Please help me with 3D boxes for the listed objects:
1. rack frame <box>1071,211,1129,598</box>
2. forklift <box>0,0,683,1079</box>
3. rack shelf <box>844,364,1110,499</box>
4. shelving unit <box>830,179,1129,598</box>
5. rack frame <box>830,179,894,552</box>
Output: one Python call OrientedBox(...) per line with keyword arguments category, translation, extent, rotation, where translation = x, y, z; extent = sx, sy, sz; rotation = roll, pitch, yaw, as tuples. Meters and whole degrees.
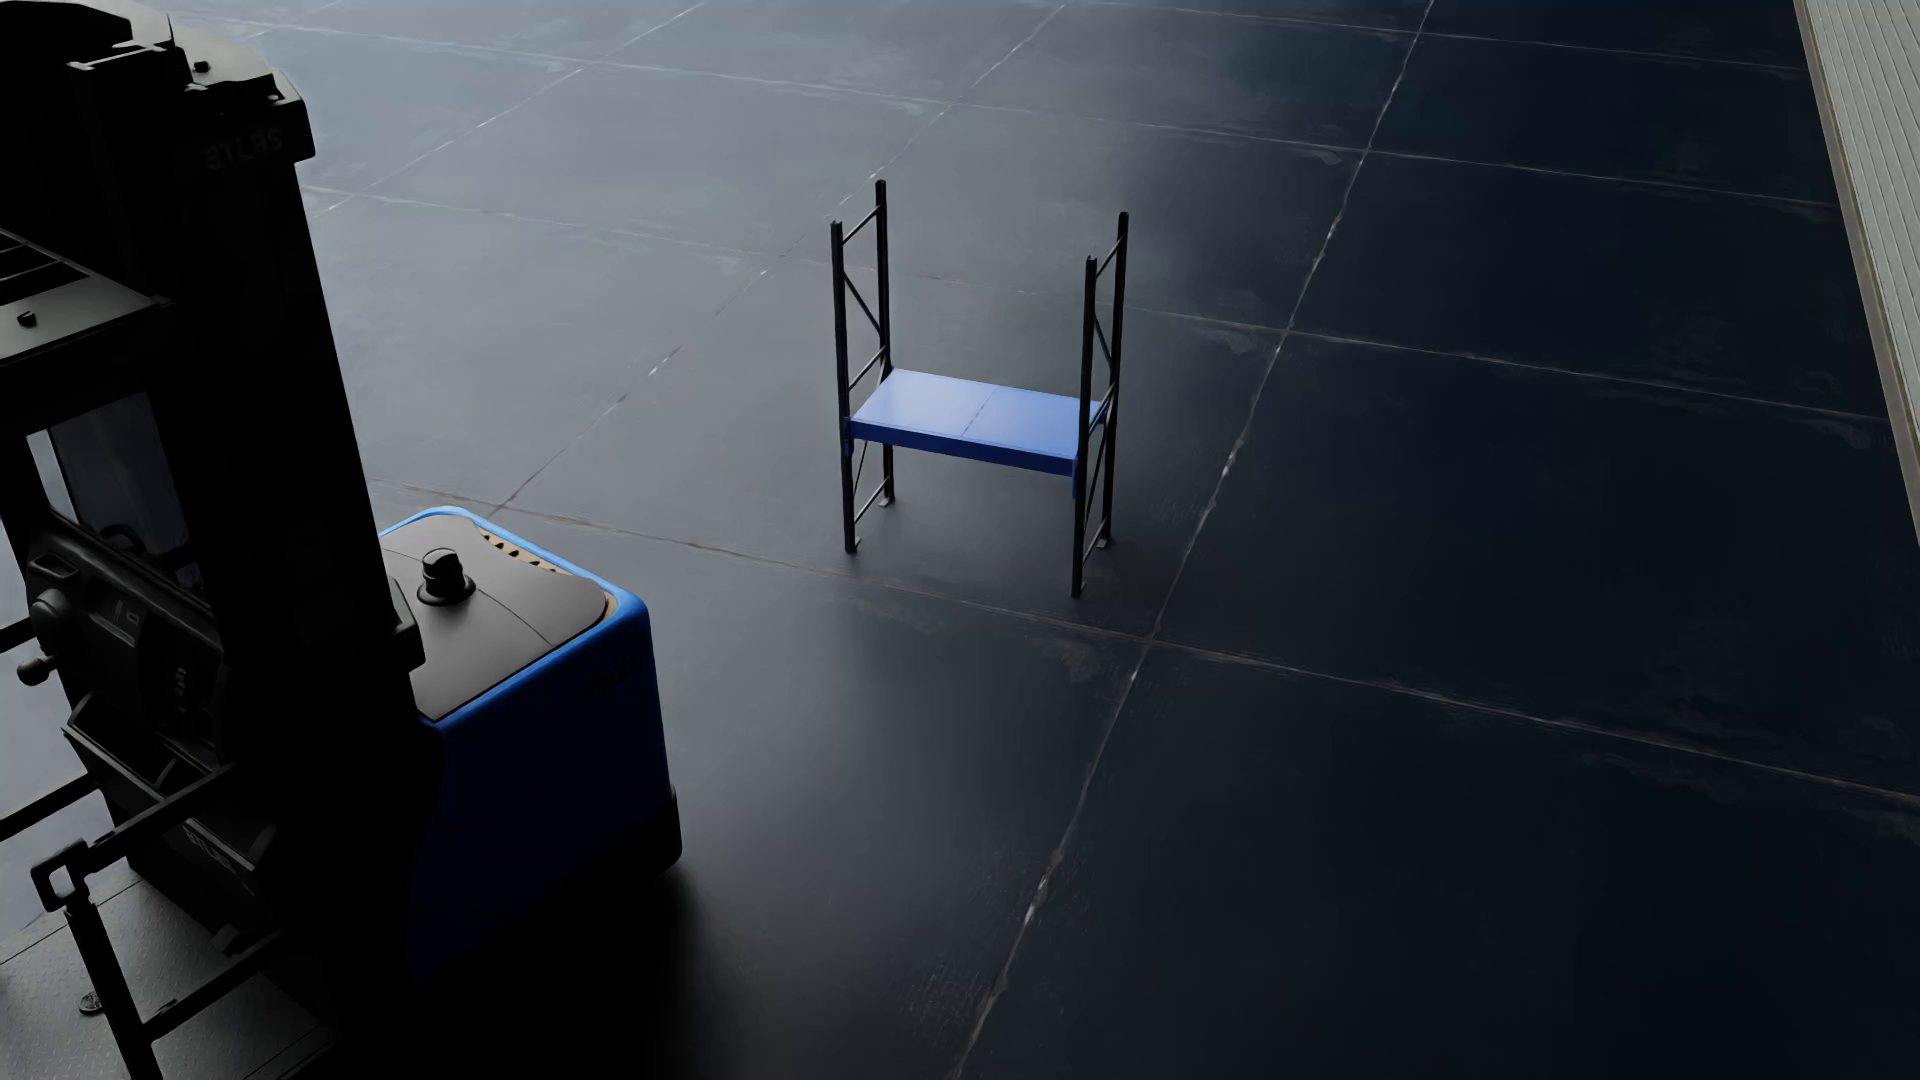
OrientedBox(category="rack frame", translation=(0.559, -0.521, 6.675), extent=(0.032, 1.500, 0.500), rotation=(11, 34, 16))
OrientedBox(category="forklift", translation=(-2.220, 0.327, 4.042), extent=(1.130, 2.935, 3.031), rotation=(23, 39, 31))
OrientedBox(category="rack shelf", translation=(0.080, -0.463, 6.917), extent=(1.000, 0.185, 0.538), rotation=(11, 34, 16))
OrientedBox(category="shelving unit", translation=(0.080, -0.614, 6.819), extent=(1.048, 1.500, 0.538), rotation=(11, 34, 16))
OrientedBox(category="rack frame", translation=(-0.398, -0.708, 6.963), extent=(0.032, 1.500, 0.500), rotation=(11, 34, 16))
